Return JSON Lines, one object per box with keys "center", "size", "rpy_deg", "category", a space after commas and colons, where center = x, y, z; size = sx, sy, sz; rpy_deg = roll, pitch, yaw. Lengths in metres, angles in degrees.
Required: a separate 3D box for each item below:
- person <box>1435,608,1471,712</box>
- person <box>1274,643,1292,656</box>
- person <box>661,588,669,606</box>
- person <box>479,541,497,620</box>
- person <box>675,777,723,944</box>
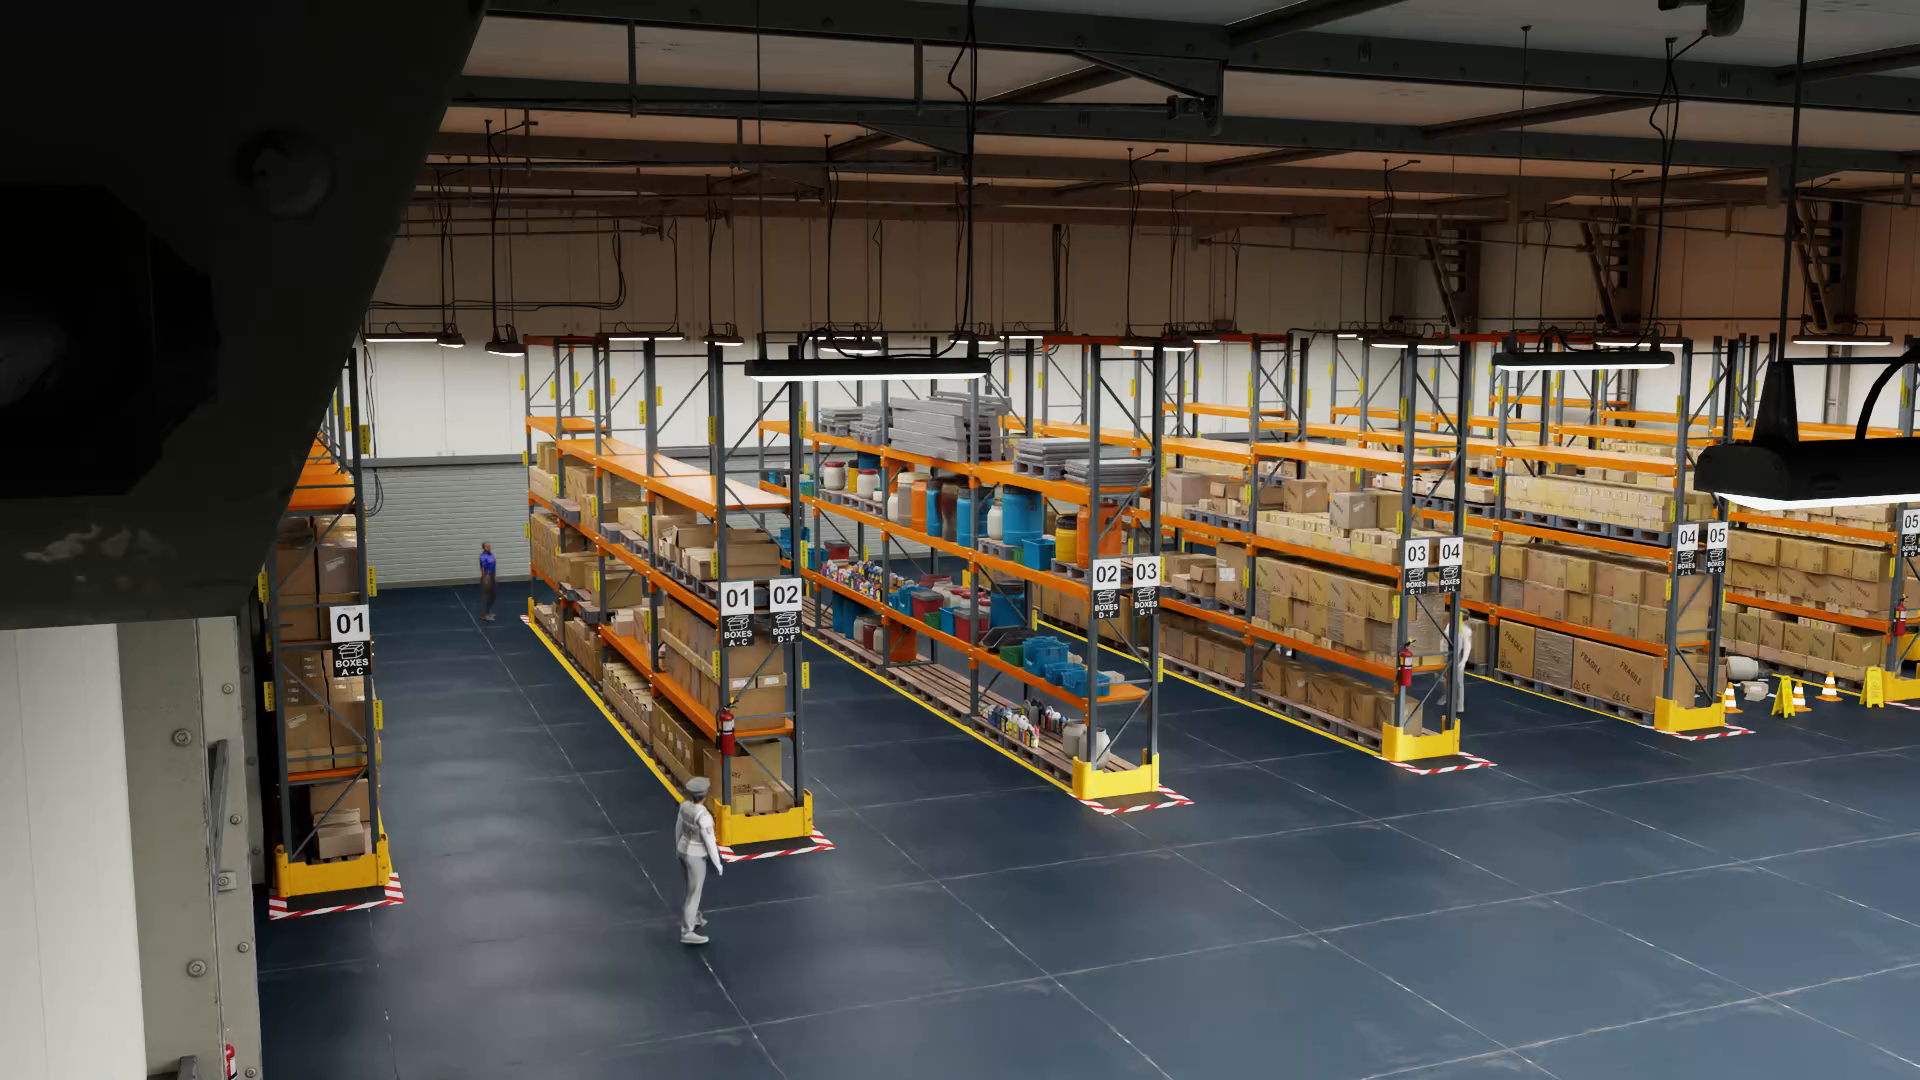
{"center": [8.023, 1.908, 27.024], "size": [0.571, 1.685, 0.437], "rpy_deg": [6, 10, 38], "category": "person"}
{"center": [6.153, 1.336, 31.469], "size": [0.480, 1.688, 0.373], "rpy_deg": [3, 8, 24], "category": "person"}
{"center": [-6.195, 1.011, 34.175], "size": [0.442, 1.547, 0.828], "rpy_deg": [-4, 9, -28], "category": "person"}
{"center": [-9.984, 0.849, 35.133], "size": [0.351, 1.668, 0.501], "rpy_deg": [0, 8, 0], "category": "person"}
{"center": [-2.727, 3.262, 17.066], "size": [0.502, 1.707, 0.664], "rpy_deg": [-5, 9, -31], "category": "person"}
